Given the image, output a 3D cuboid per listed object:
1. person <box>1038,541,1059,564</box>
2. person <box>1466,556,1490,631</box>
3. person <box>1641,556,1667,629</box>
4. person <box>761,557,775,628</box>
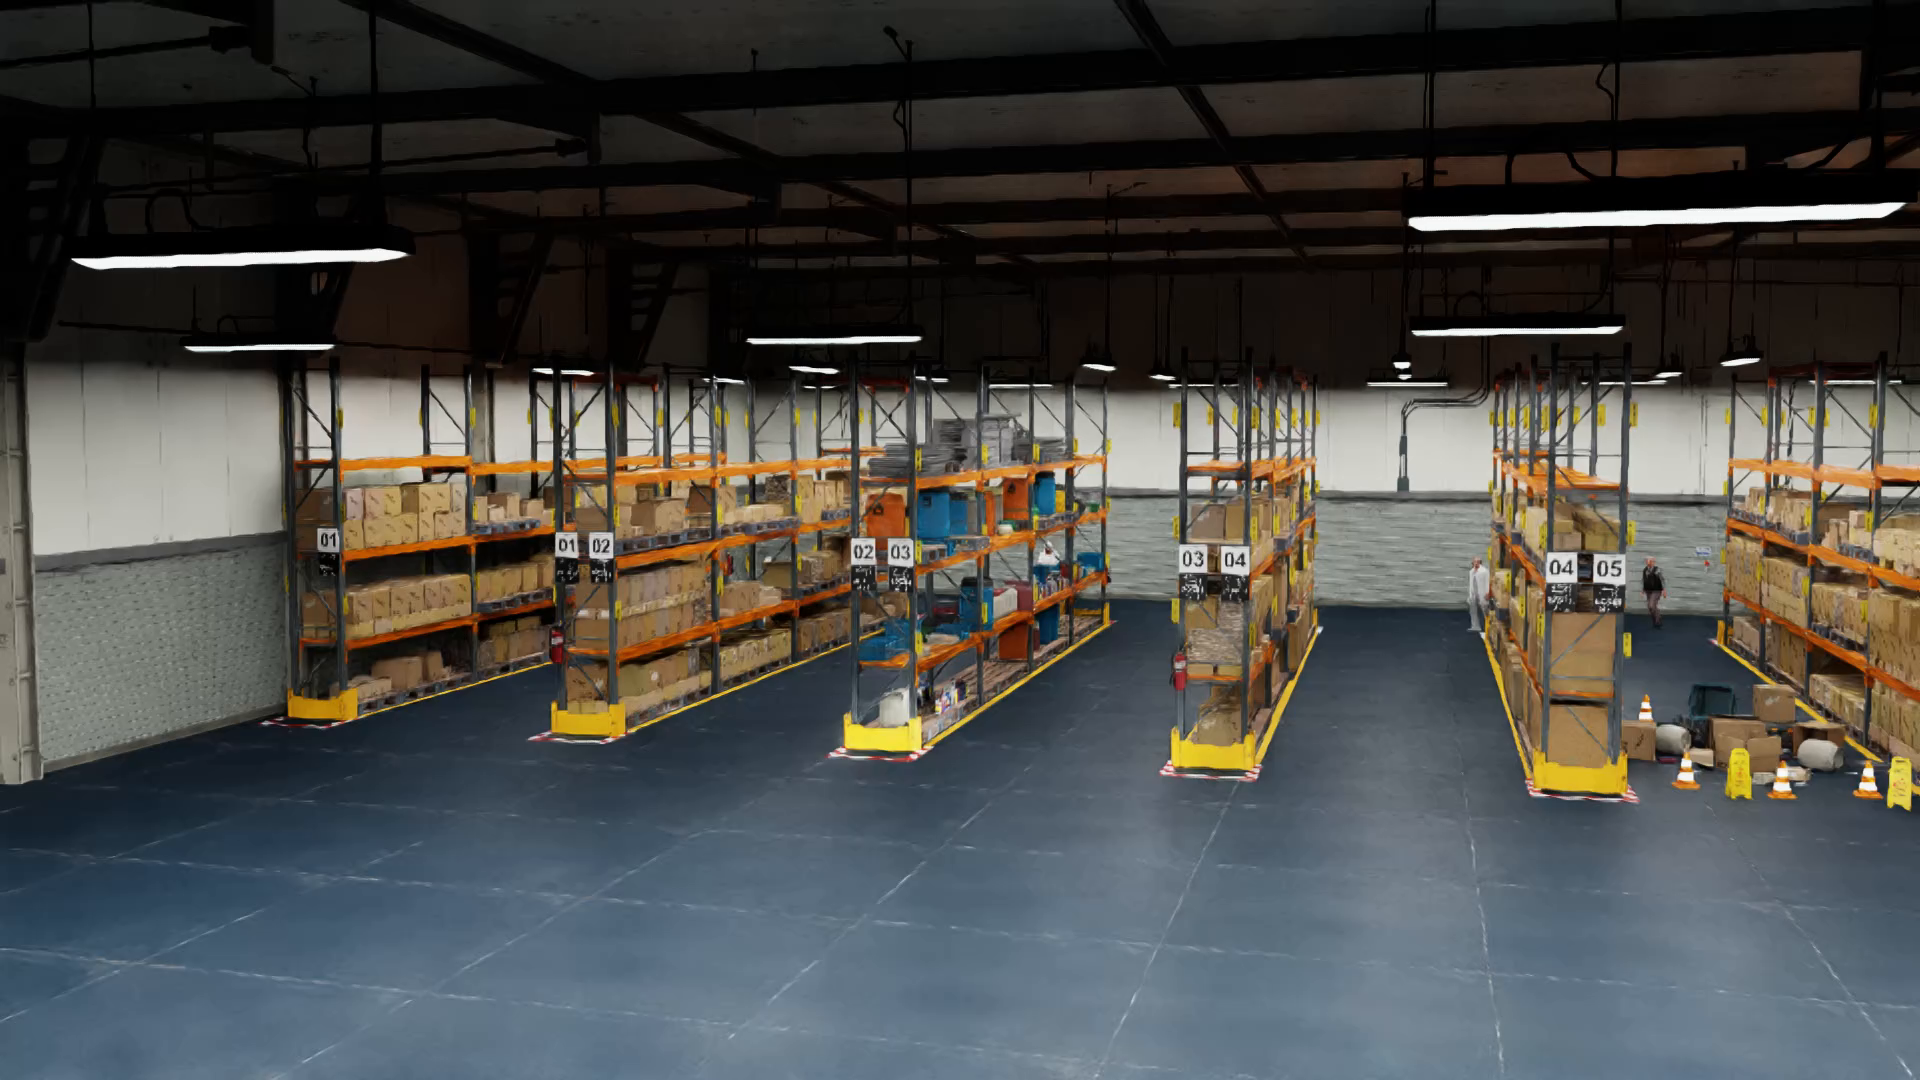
[{"bbox_3d":[2.384,0.862,44.786,0.577,1.687,1.121,1,4,18],"label":"person"},{"bbox_3d":[12.236,1.257,39.079,0.634,1.770,0.608,-3,5,-37],"label":"person"},{"bbox_3d":[16.534,1.274,39.624,0.508,1.628,0.631,-1,4,-18],"label":"person"},{"bbox_3d":[-4.358,1.272,38.389,0.443,1.787,0.600,-1,4,-16],"label":"person"}]
